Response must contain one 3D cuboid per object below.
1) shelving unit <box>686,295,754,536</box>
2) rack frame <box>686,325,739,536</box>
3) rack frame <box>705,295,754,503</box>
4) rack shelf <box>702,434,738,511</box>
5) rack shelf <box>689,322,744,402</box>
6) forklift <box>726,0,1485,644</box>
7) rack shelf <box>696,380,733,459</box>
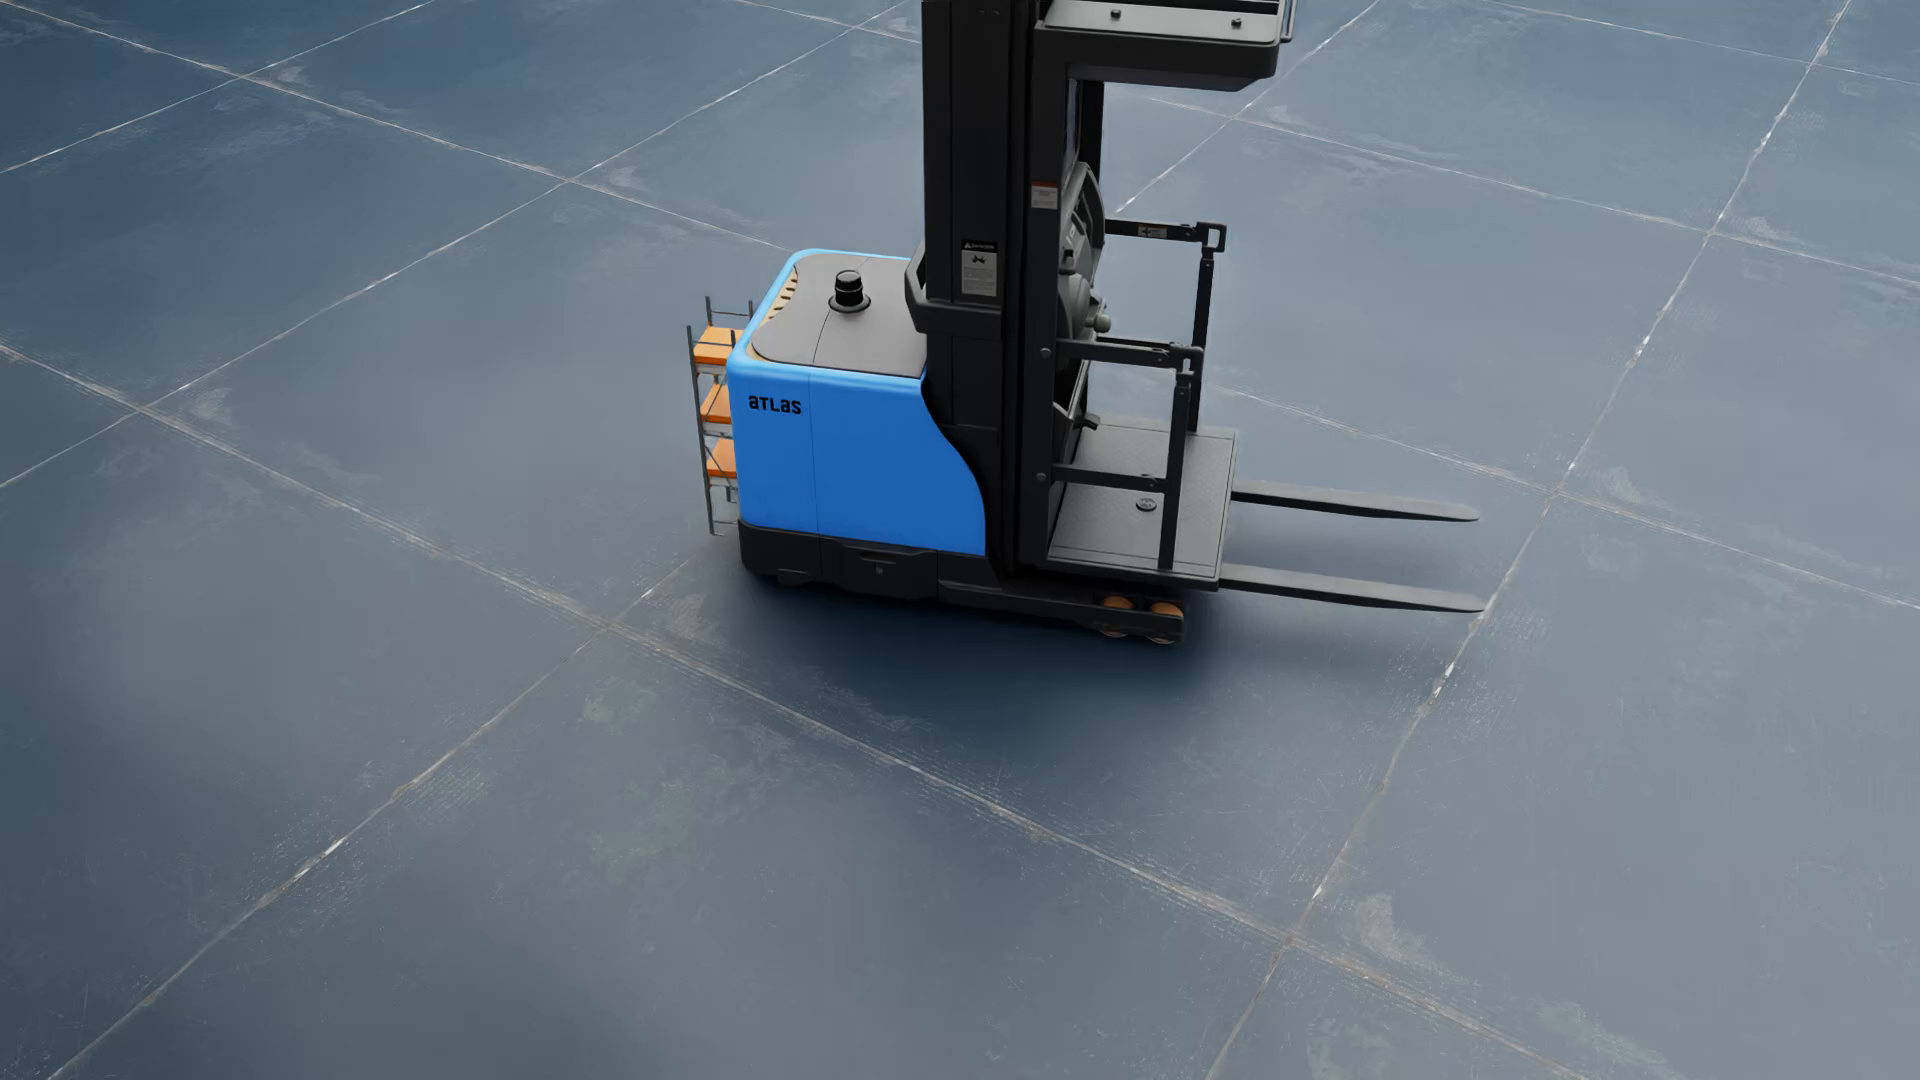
[{"bbox_3d":[-0.971,-0.503,7.043,0.215,1.050,0.252,7,38,9],"label":"shelving unit"},{"bbox_3d":[-0.995,-0.430,6.948,0.200,1.050,0.008,7,38,9],"label":"rack frame"},{"bbox_3d":[-0.948,-0.576,7.137,0.200,1.050,0.008,7,38,9],"label":"rack frame"},{"bbox_3d":[-0.971,-0.274,7.219,0.215,0.259,0.240,7,38,9],"label":"rack shelf"},{"bbox_3d":[-0.971,-0.719,6.876,0.215,0.259,0.240,7,38,9],"label":"rack shelf"},{"bbox_3d":[0.648,-1.098,6.274,3.031,2.935,1.130,7,38,9],"label":"forklift"},{"bbox_3d":[-0.971,-0.495,7.049,0.215,0.259,0.240,7,38,9],"label":"rack shelf"}]
